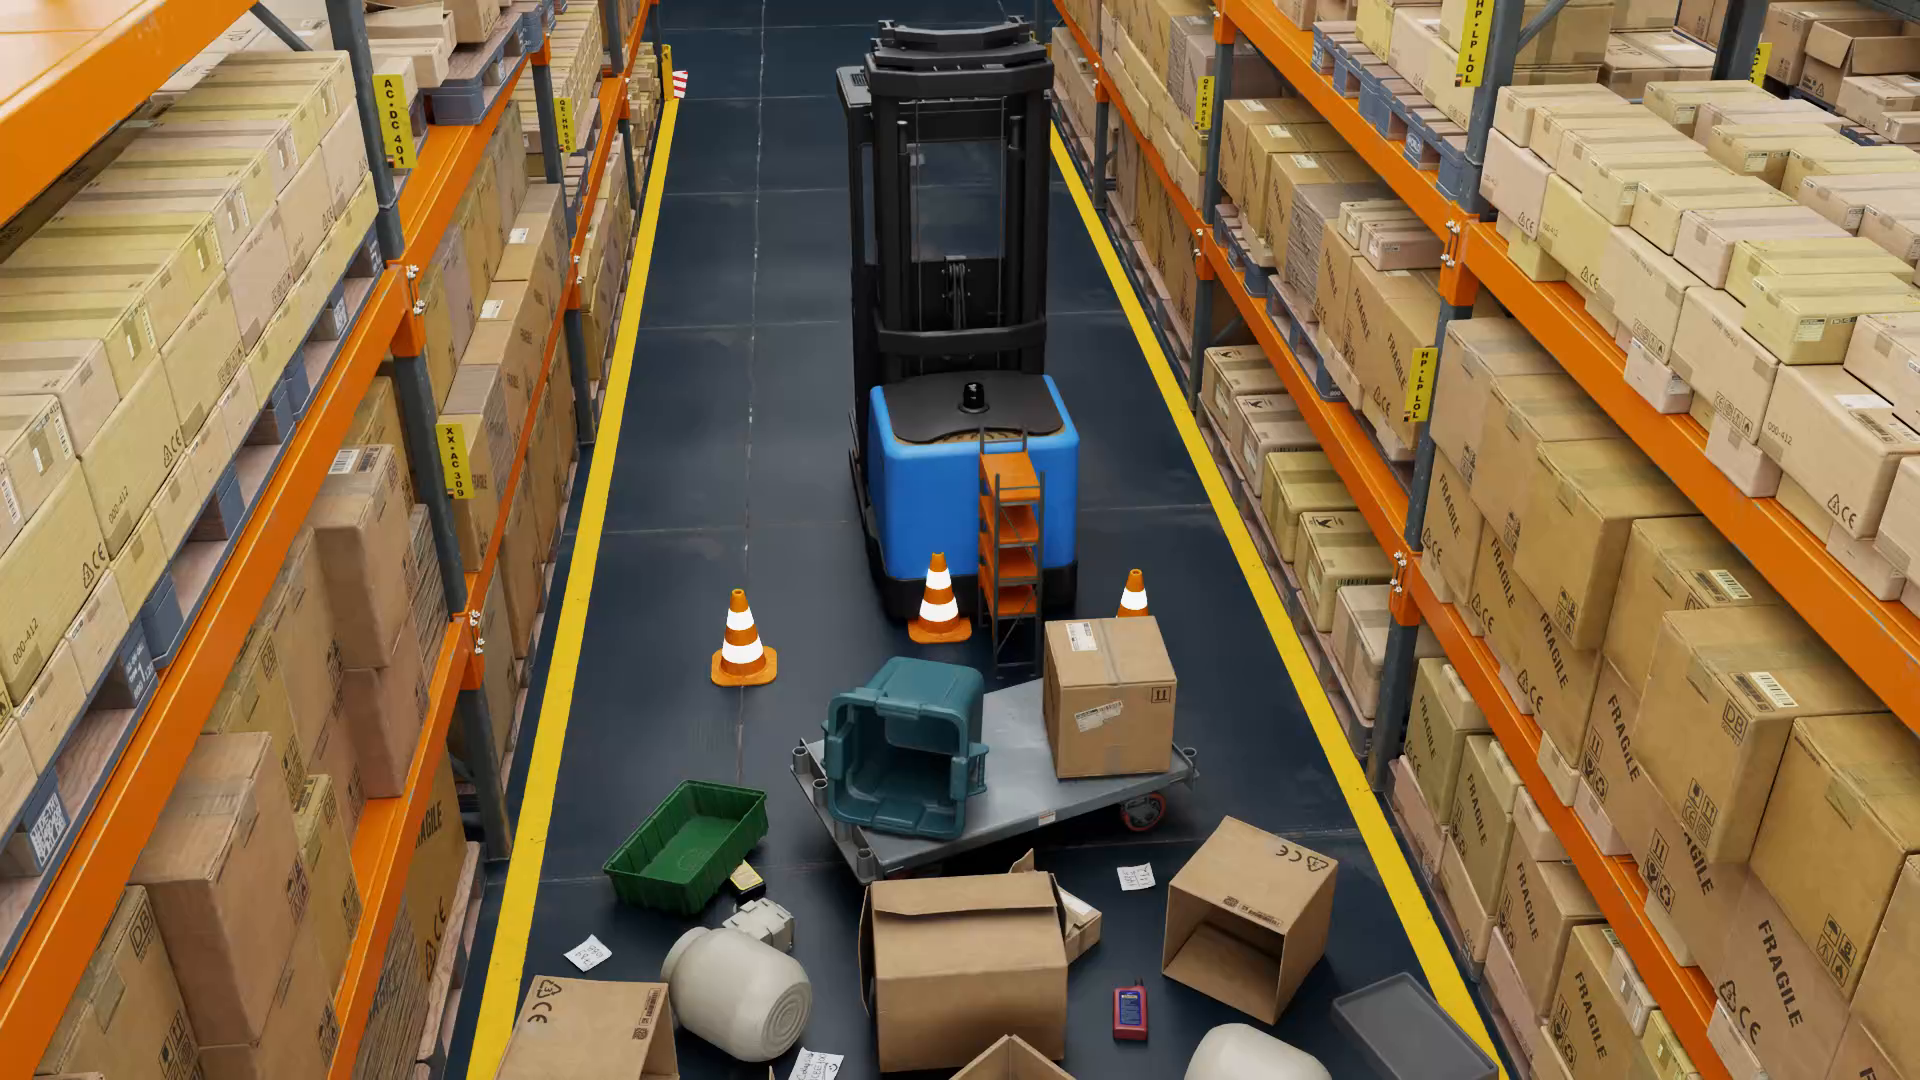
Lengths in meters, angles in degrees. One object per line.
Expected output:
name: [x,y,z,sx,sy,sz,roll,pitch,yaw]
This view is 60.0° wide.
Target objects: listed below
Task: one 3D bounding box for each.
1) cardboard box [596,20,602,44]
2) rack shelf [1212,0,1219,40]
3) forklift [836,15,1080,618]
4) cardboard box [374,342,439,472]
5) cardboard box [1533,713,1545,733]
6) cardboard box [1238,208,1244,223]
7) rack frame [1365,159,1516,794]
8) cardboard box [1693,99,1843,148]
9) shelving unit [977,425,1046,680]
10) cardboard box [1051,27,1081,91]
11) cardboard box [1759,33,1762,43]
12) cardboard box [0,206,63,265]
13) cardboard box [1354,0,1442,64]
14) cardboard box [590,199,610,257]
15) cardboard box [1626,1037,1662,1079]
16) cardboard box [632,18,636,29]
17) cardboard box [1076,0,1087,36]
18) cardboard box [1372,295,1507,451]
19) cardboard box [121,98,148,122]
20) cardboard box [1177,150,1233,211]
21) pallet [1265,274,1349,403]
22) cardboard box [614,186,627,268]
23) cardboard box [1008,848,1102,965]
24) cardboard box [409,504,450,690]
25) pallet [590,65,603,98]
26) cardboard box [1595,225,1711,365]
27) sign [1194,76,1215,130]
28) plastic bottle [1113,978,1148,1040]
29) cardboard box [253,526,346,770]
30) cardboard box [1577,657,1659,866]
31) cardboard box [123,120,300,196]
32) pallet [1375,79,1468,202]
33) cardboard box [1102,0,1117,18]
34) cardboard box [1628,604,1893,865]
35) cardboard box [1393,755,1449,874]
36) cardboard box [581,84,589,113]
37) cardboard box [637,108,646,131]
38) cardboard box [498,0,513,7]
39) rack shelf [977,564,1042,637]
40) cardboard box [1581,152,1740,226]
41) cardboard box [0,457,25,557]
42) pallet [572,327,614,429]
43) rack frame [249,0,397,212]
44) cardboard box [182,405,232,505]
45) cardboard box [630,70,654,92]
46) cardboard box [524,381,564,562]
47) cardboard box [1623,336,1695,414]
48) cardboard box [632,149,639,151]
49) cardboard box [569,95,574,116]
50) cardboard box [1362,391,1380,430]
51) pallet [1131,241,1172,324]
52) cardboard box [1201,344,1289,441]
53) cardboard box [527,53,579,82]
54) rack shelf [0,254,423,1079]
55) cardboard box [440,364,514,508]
cardboard box: [-3.013,-3.961,13.001,0.380,0.149,0.250,-2,31,-3]
rack shelf: [1.859,-4.201,11.634,1.077,0.370,4.000,-3,31,-5]
forklift: [-0.094,-1.577,9.532,1.130,2.935,3.031,-4,31,-7]
cardboard box: [-2.551,-0.595,6.749,0.700,0.500,0.500,-3,31,-5]
cardboard box: [2.305,0.649,5.984,0.380,0.149,0.250,-3,31,-5]
cardboard box: [1.885,-1.952,9.929,0.380,0.149,0.250,-5,31,-8]
rack frame: [2.420,-0.159,7.090,1.000,3.000,0.127,-3,31,-5]
cardboard box: [2.768,-1.400,5.711,0.380,0.149,0.250,-3,31,-6]
shelving unit: [0.254,0.069,8.464,0.258,1.200,0.503,-4,31,-7]
cardboard box: [1.460,-5.033,17.341,0.875,0.438,0.875,-4,31,-6]
cardboard box: [6.362,-3.878,13.038,0.396,0.266,0.258,-1,31,-2]
cardboard box: [-2.636,-0.666,4.364,0.500,0.250,0.500,-3,31,-5]
cardboard box: [2.132,-2.372,7.608,0.500,0.250,0.500,-2,31,-4]
cardboard box: [-2.777,-2.217,11.833,0.500,0.250,0.500,-3,31,-4]
cardboard box: [2.407,1.899,5.186,0.500,0.500,0.500,-2,31,-3]
cardboard box: [-3.118,-4.677,14.899,0.380,0.149,0.250,-1,31,-2]
cardboard box: [1.321,-4.773,14.718,0.500,0.500,0.500,-3,31,-6]
cardboard box: [2.148,-0.734,7.257,0.500,0.500,0.500,-3,31,-6]
cardboard box: [-2.803,-1.413,5.226,0.380,0.149,0.250,-2,31,-4]
cardboard box: [1.741,-2.382,10.959,0.500,0.250,0.500,-4,31,-6]
pallet: [2.272,-1.110,8.870,1.003,0.211,1.213,-3,31,-5]
cardboard box: [-2.879,-2.434,12.927,0.500,0.500,0.500,-3,31,-6]
cardboard box: [0.359,1.534,6.923,0.396,0.266,0.258,27,40,37]
cardboard box: [-2.452,0.254,6.254,0.875,0.550,0.550,-3,31,-5]
pallet: [-3.320,-3.475,12.829,1.003,0.211,1.213,-3,31,-5]
cardboard box: [2.280,-0.753,5.016,0.500,0.250,0.500,-2,31,-4]
sign: [1.494,-2.670,10.165,0.100,0.325,0.005,-3,31,-5]
plastic bottle: [0.673,1.852,6.590,0.133,0.061,0.283,2,31,4]
cardboard box: [-2.418,0.350,5.040,0.875,0.550,0.550,-3,31,-5]
cardboard box: [2.355,0.678,5.302,0.500,0.500,0.500,-2,31,-4]
cardboard box: [-2.078,-1.059,4.633,0.380,0.149,0.250,-2,31,-4]
pallet: [2.468,-1.686,6.905,1.213,0.211,1.003,-3,31,-5]
cardboard box: [1.428,-4.477,13.247,0.500,0.500,0.500,-2,31,-4]
cardboard box: [2.339,0.519,4.593,0.700,0.500,0.500,-3,31,-5]
cardboard box: [2.206,1.156,7.162,0.500,0.250,0.500,-4,31,-7]
cardboard box: [-2.887,-3.168,11.965,0.380,0.149,0.250,-1,31,-2]
cardboard box: [-3.118,-3.898,15.431,0.380,0.149,0.250,-3,31,-5]
cardboard box: [-2.476,-2.865,8.277,0.500,0.311,0.500,-3,31,-5]
rack shelf: [0.254,0.297,8.601,0.258,0.148,0.480,-4,31,-7]
cardboard box: [2.192,-1.102,5.213,0.380,0.149,0.250,-3,31,-5]
cardboard box: [-1.886,-0.017,2.889,0.380,0.149,0.250,-3,31,-5]
pallet: [-2.944,-1.114,11.409,1.003,0.211,1.213,-3,31,-5]
rack frame: [-2.499,-2.445,5.068,1.000,3.000,0.127,-3,31,-5]
cardboard box: [-1.980,-0.195,3.965,0.380,0.149,0.250,-2,31,-4]
cardboard box: [-3.160,-4.423,16.020,0.380,0.149,0.250,-2,31,-3]
cardboard box: [-2.820,-0.365,9.220,1.050,0.750,0.750,-2,31,-4]
cardboard box: [2.238,-0.505,4.990,0.380,0.149,0.250,-3,31,-6]
cardboard box: [-3.060,-3.372,14.841,0.380,0.149,0.250,-3,31,-5]
cardboard box: [-2.820,-2.899,11.224,0.380,0.149,0.250,-3,31,-5]
cardboard box: [2.090,-0.616,7.692,0.380,0.149,0.250,-4,31,-6]
pallet: [1.937,-2.031,12.945,1.003,0.211,1.213,-3,31,-5]
cardboard box: [2.089,-0.964,10.592,0.950,0.372,0.625,-5,31,-8]
cardboard box: [-2.867,-3.284,11.577,0.380,0.149,0.250,-3,31,-5]
rack shelf: [-2.312,0.172,4.313,1.077,0.370,4.000,-3,31,-5]
cardboard box: [-2.328,-0.452,7.484,0.500,0.500,0.500,-3,31,-4]
